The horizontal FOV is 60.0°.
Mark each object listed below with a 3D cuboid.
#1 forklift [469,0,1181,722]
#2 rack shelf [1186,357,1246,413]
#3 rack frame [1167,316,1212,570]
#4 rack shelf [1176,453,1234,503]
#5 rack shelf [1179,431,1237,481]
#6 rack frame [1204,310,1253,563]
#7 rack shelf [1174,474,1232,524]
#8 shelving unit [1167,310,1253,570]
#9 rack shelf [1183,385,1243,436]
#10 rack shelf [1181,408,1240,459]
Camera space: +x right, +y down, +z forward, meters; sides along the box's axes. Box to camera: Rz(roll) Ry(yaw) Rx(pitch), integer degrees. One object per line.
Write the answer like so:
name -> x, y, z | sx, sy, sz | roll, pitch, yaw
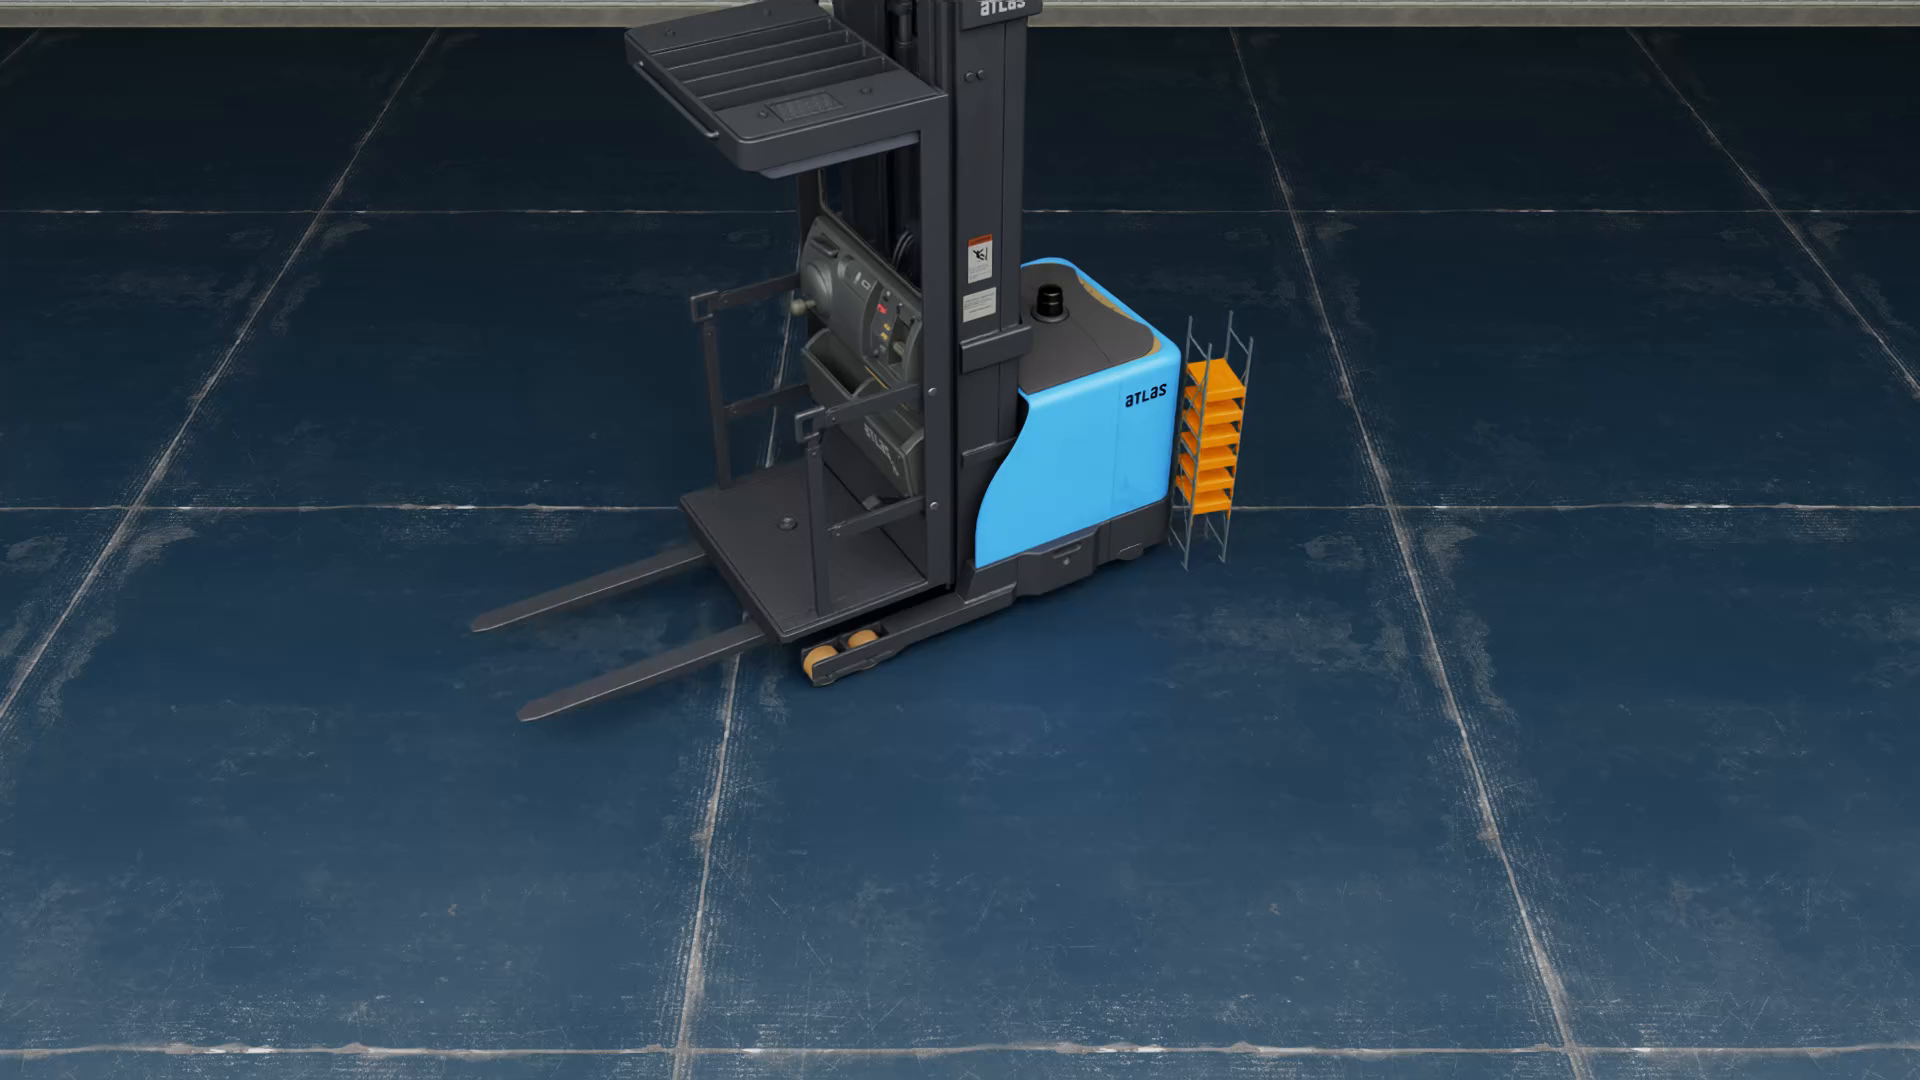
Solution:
forklift -> -0.577, -0.914, 6.547 | 3.031, 2.935, 1.130 | -20, 43, -23
rack shelf -> 1.089, -0.666, 7.117 | 0.180, 0.103, 0.258 | -9, 40, -12
rack frame -> 1.000, -0.405, 7.295 | 0.006, 1.200, 0.240 | -9, 40, -12
rack shelf -> 1.088, -0.291, 7.417 | 0.180, 0.103, 0.258 | -9, 40, -12
rack shelf -> 1.088, -0.385, 7.342 | 0.180, 0.103, 0.258 | -9, 40, -12
rack frame -> 1.177, -0.434, 7.332 | 0.006, 1.200, 0.240 | -9, 40, -12
rack shelf -> 1.088, -0.198, 7.492 | 0.180, 0.103, 0.258 | -9, 40, -12
shelving unit -> 1.088, -0.420, 7.314 | 0.189, 1.200, 0.258 | -9, 40, -12
rack shelf -> 1.089, -0.572, 7.192 | 0.180, 0.103, 0.258 | -9, 40, -12
rack shelf -> 1.088, -0.479, 7.267 | 0.180, 0.103, 0.258 | -9, 40, -12
